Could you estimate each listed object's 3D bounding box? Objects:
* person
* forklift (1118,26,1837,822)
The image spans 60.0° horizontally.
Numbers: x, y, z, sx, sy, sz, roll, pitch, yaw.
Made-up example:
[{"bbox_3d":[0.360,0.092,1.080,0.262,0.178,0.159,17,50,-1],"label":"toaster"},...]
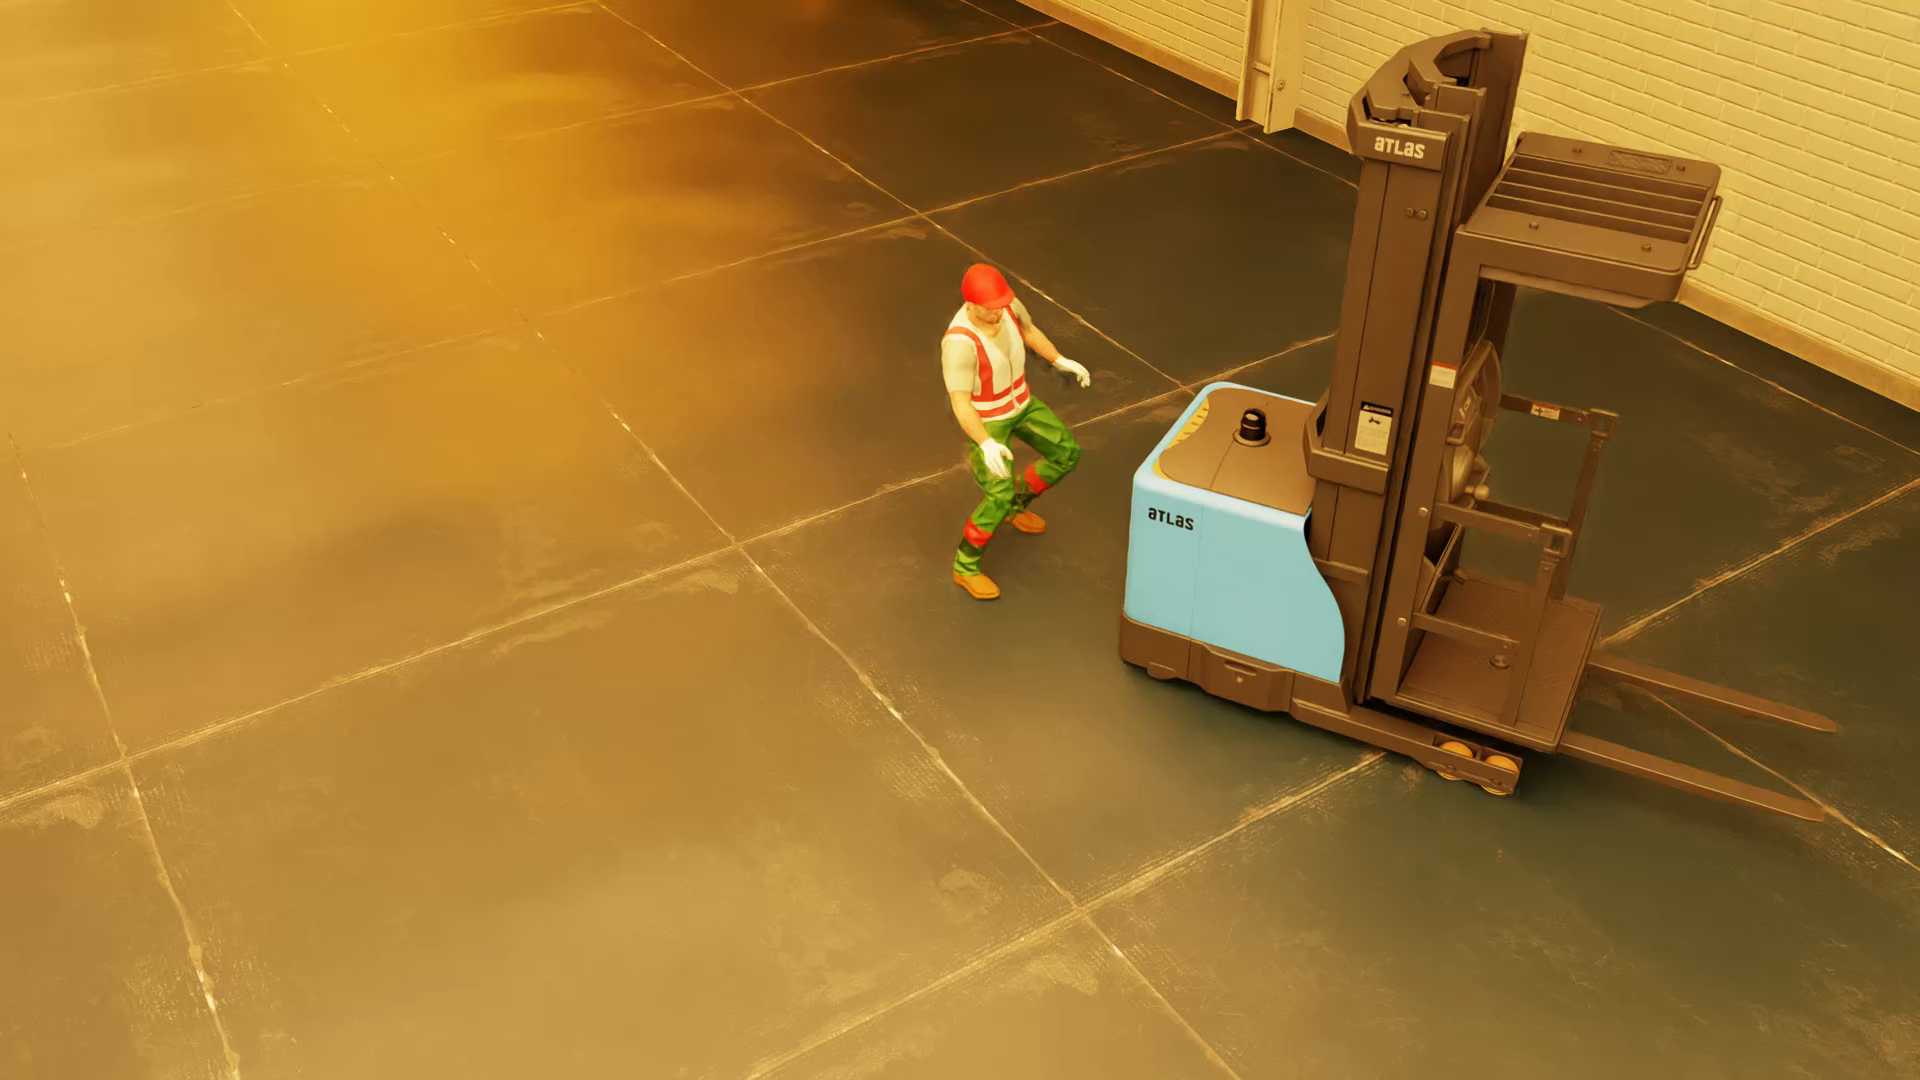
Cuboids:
[{"bbox_3d":[0.250,-0.601,8.147,0.632,1.624,0.907,25,42,31],"label":"person"},{"bbox_3d":[2.292,-0.456,6.797,3.031,2.935,1.130,17,38,22],"label":"forklift"}]
